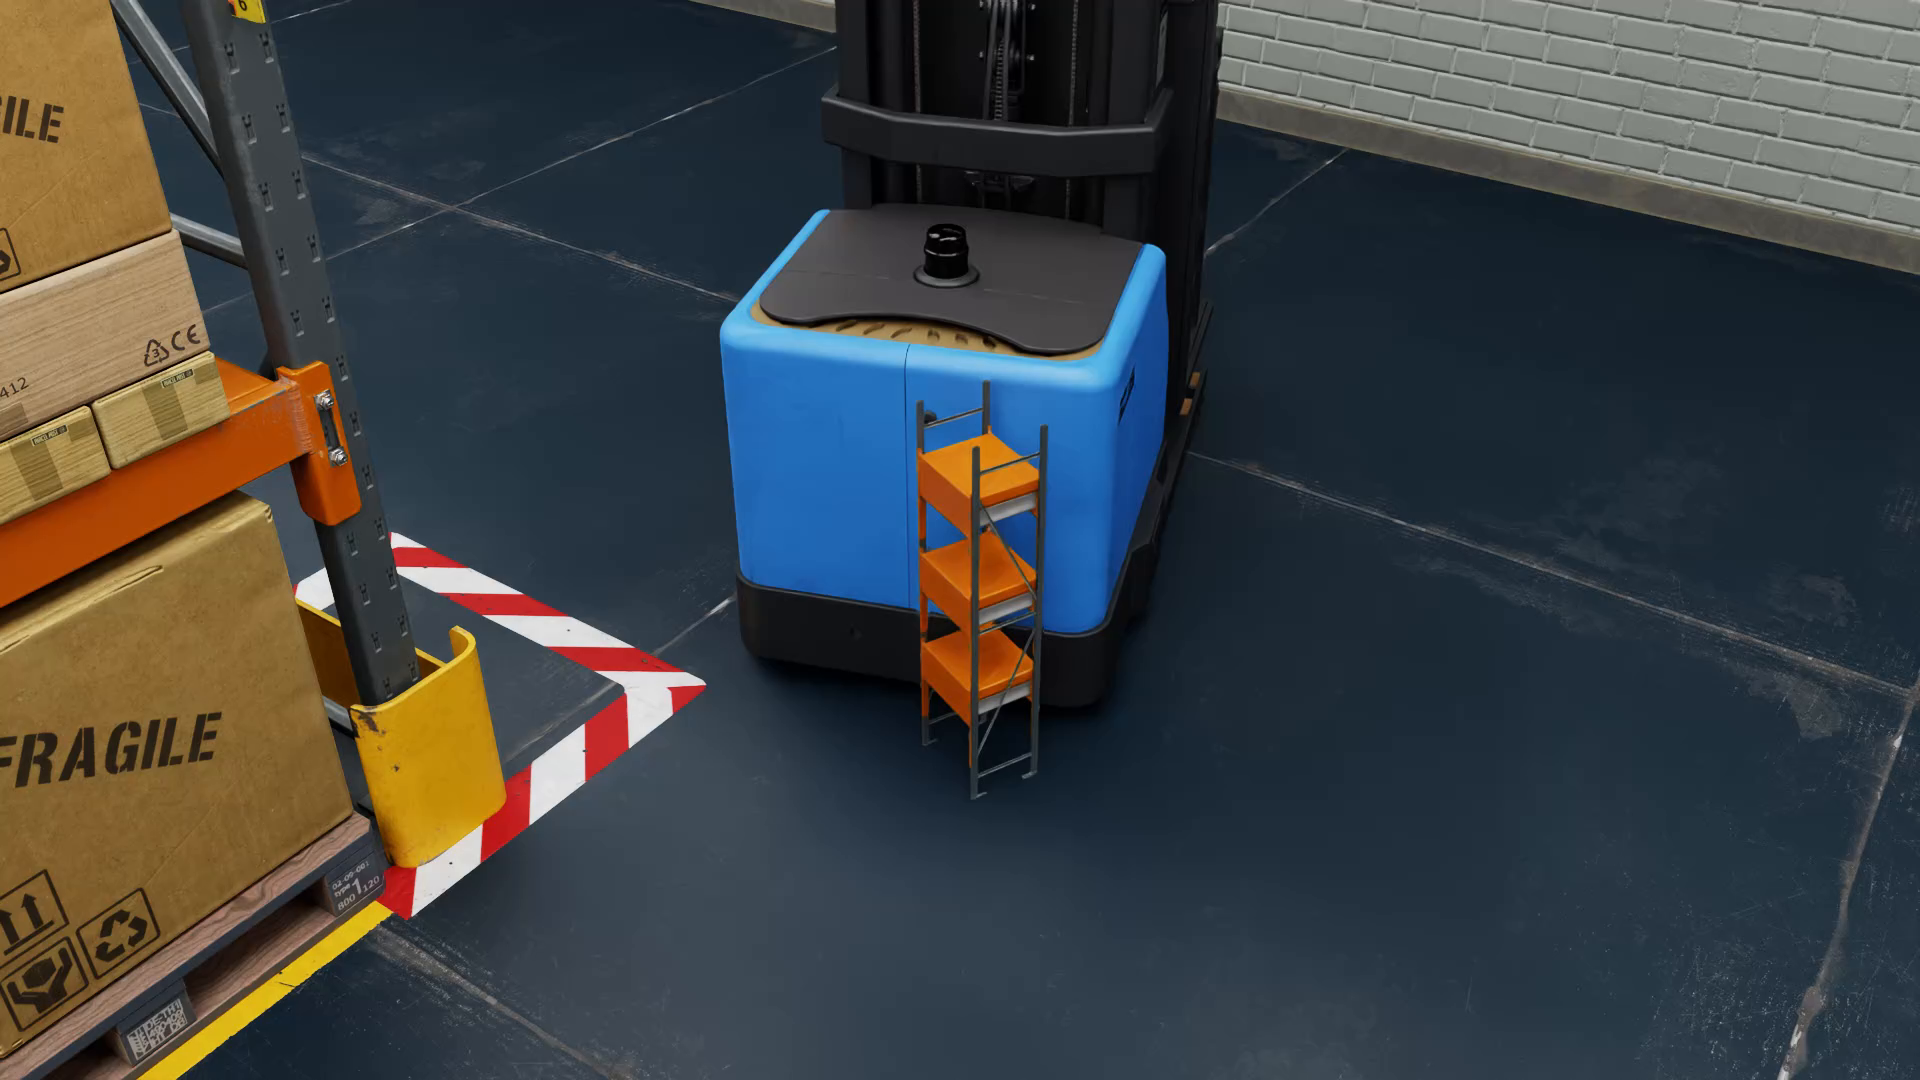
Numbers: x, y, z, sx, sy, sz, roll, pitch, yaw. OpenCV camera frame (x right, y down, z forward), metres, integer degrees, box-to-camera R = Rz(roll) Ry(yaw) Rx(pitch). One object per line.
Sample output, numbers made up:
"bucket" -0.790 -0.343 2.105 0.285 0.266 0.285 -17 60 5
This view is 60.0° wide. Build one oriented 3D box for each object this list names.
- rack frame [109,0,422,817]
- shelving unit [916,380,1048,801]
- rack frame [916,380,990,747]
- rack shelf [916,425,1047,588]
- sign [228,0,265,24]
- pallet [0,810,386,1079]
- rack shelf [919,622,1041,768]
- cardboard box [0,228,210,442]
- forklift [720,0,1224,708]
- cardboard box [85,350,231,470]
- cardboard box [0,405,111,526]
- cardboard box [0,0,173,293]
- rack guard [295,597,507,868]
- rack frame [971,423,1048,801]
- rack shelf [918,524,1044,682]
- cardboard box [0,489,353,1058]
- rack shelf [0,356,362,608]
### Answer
"rack frame" -1.729 -0.680 3.578 1.000 3.000 0.127 21 39 28
"shelving unit" 0.049 0.144 4.099 0.215 1.050 0.252 -19 38 -26
"rack frame" -0.015 0.086 4.185 0.200 1.050 0.008 -19 38 -26
"rack shelf" 0.049 -0.082 3.946 0.215 0.259 0.240 -19 38 -26
"sign" -1.291 -1.078 2.922 0.100 0.325 0.005 21 39 28
"pallet" -2.120 0.868 3.778 1.003 0.211 1.213 21 39 28
"rack shelf" 0.050 0.383 4.261 0.215 0.259 0.240 -19 38 -26
"cardboard box" -1.787 -0.434 3.082 0.500 0.250 0.500 21 39 27
"forklift" 0.251 -1.586 4.979 1.130 2.935 3.031 8 35 12
"cardboard box" -1.661 -0.307 3.251 0.380 0.149 0.250 22 40 29
"cardboard box" -1.808 -0.187 3.073 0.380 0.149 0.250 22 40 29
"cardboard box" -1.791 -0.744 2.871 0.500 0.500 0.500 22 40 29
"rack guard" -1.715 0.344 4.295 1.175 0.500 0.348 21 39 28
"rack frame" 0.114 0.202 4.013 0.200 1.050 0.008 -19 38 -26
"rack shelf" 0.049 0.153 4.105 0.215 0.259 0.240 -19 38 -26
"cardboard box" -2.028 0.346 3.583 0.875 0.875 0.875 21 39 28
"rack shelf" -2.869 0.538 2.419 1.077 0.370 4.000 21 39 28
